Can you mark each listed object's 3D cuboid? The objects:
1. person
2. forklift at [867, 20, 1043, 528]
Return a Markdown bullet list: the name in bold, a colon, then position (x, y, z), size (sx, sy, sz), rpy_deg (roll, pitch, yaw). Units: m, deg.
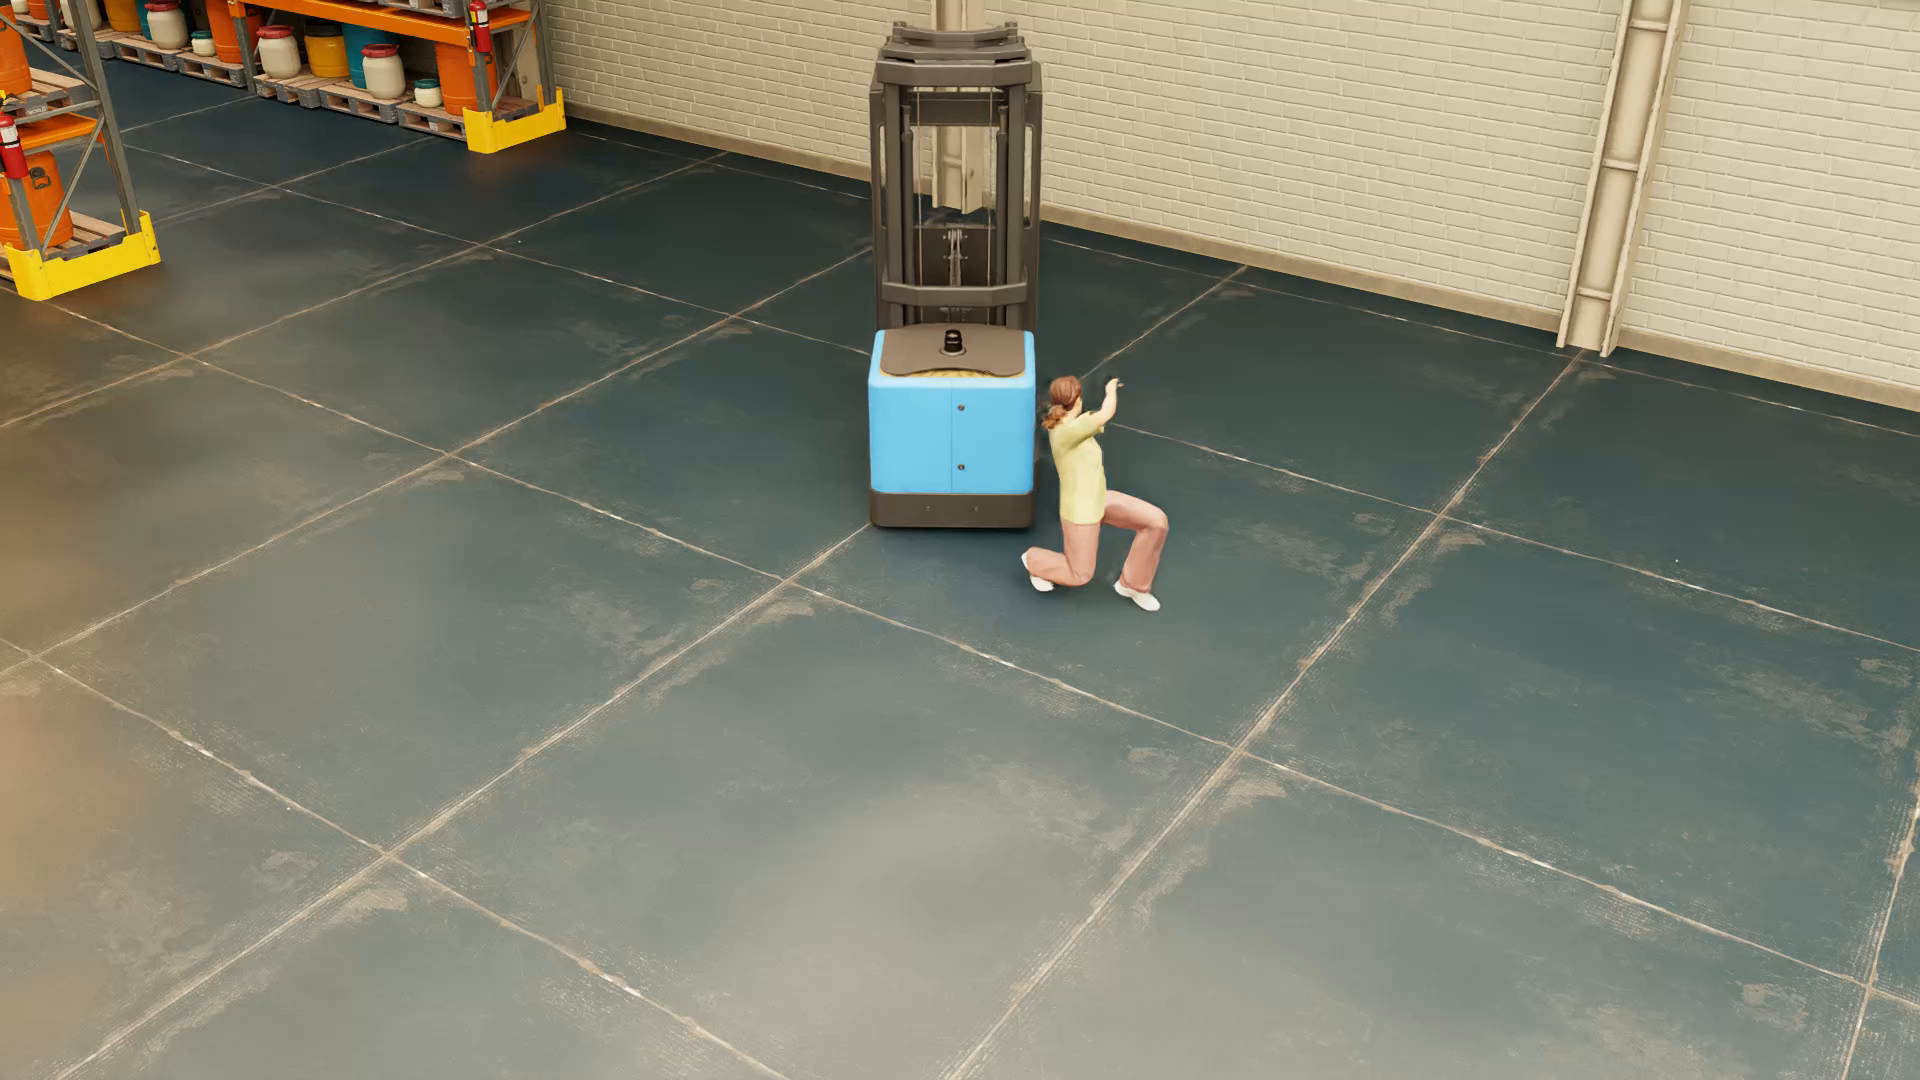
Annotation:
- **person**: position (0.851, -0.360, 9.750), size (0.903, 1.382, 0.919), rpy_deg (12, 32, 20)
- **forklift**: position (-0.020, -2.045, 11.103), size (1.130, 2.935, 3.031), rpy_deg (1, 30, 1)
